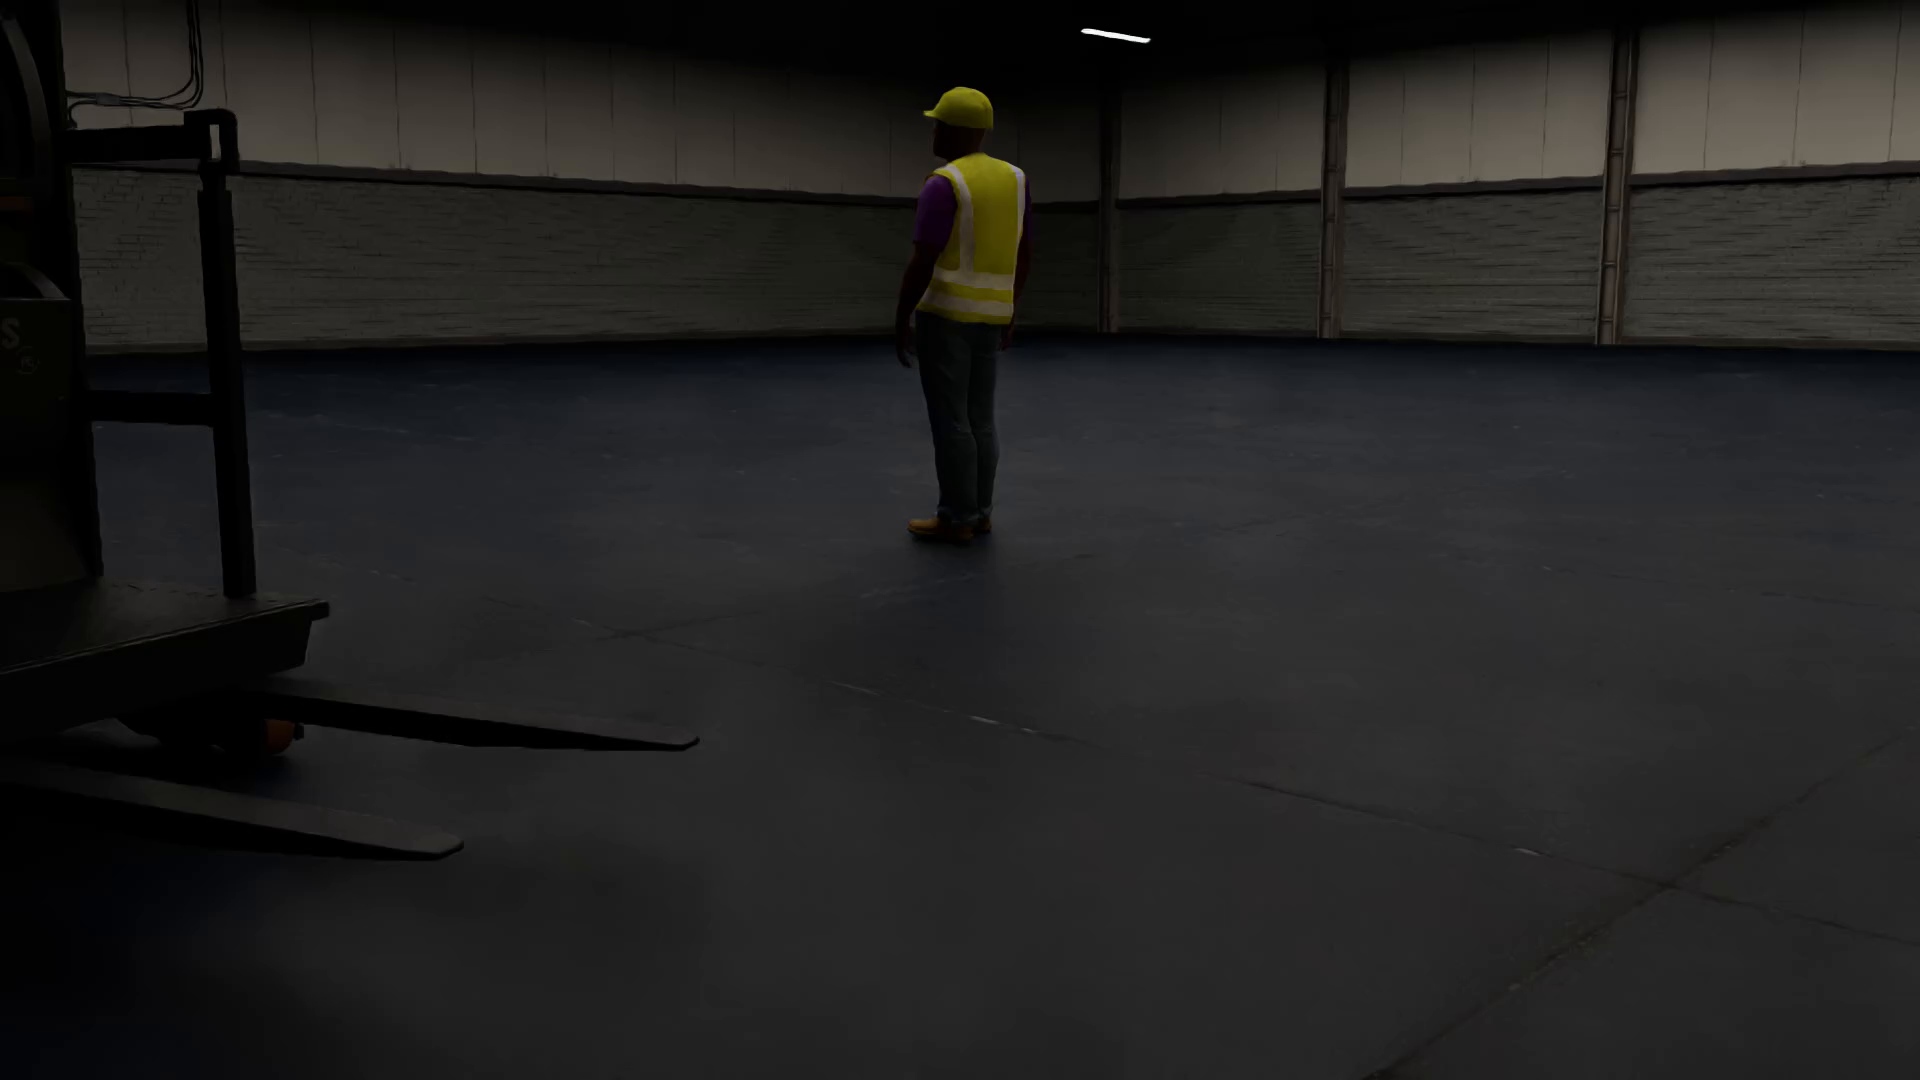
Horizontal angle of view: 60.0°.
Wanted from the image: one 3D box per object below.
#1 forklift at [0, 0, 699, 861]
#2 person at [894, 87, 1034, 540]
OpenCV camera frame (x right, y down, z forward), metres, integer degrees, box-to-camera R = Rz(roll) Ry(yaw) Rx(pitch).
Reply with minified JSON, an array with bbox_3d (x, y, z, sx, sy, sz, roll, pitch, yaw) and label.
[{"bbox_3d":[-1.973,-0.927,3.030,3.031,2.935,1.130,4,9,24],"label":"forklift"},{"bbox_3d":[-0.046,-0.888,6.637,0.576,1.766,0.665,8,12,43],"label":"person"}]
